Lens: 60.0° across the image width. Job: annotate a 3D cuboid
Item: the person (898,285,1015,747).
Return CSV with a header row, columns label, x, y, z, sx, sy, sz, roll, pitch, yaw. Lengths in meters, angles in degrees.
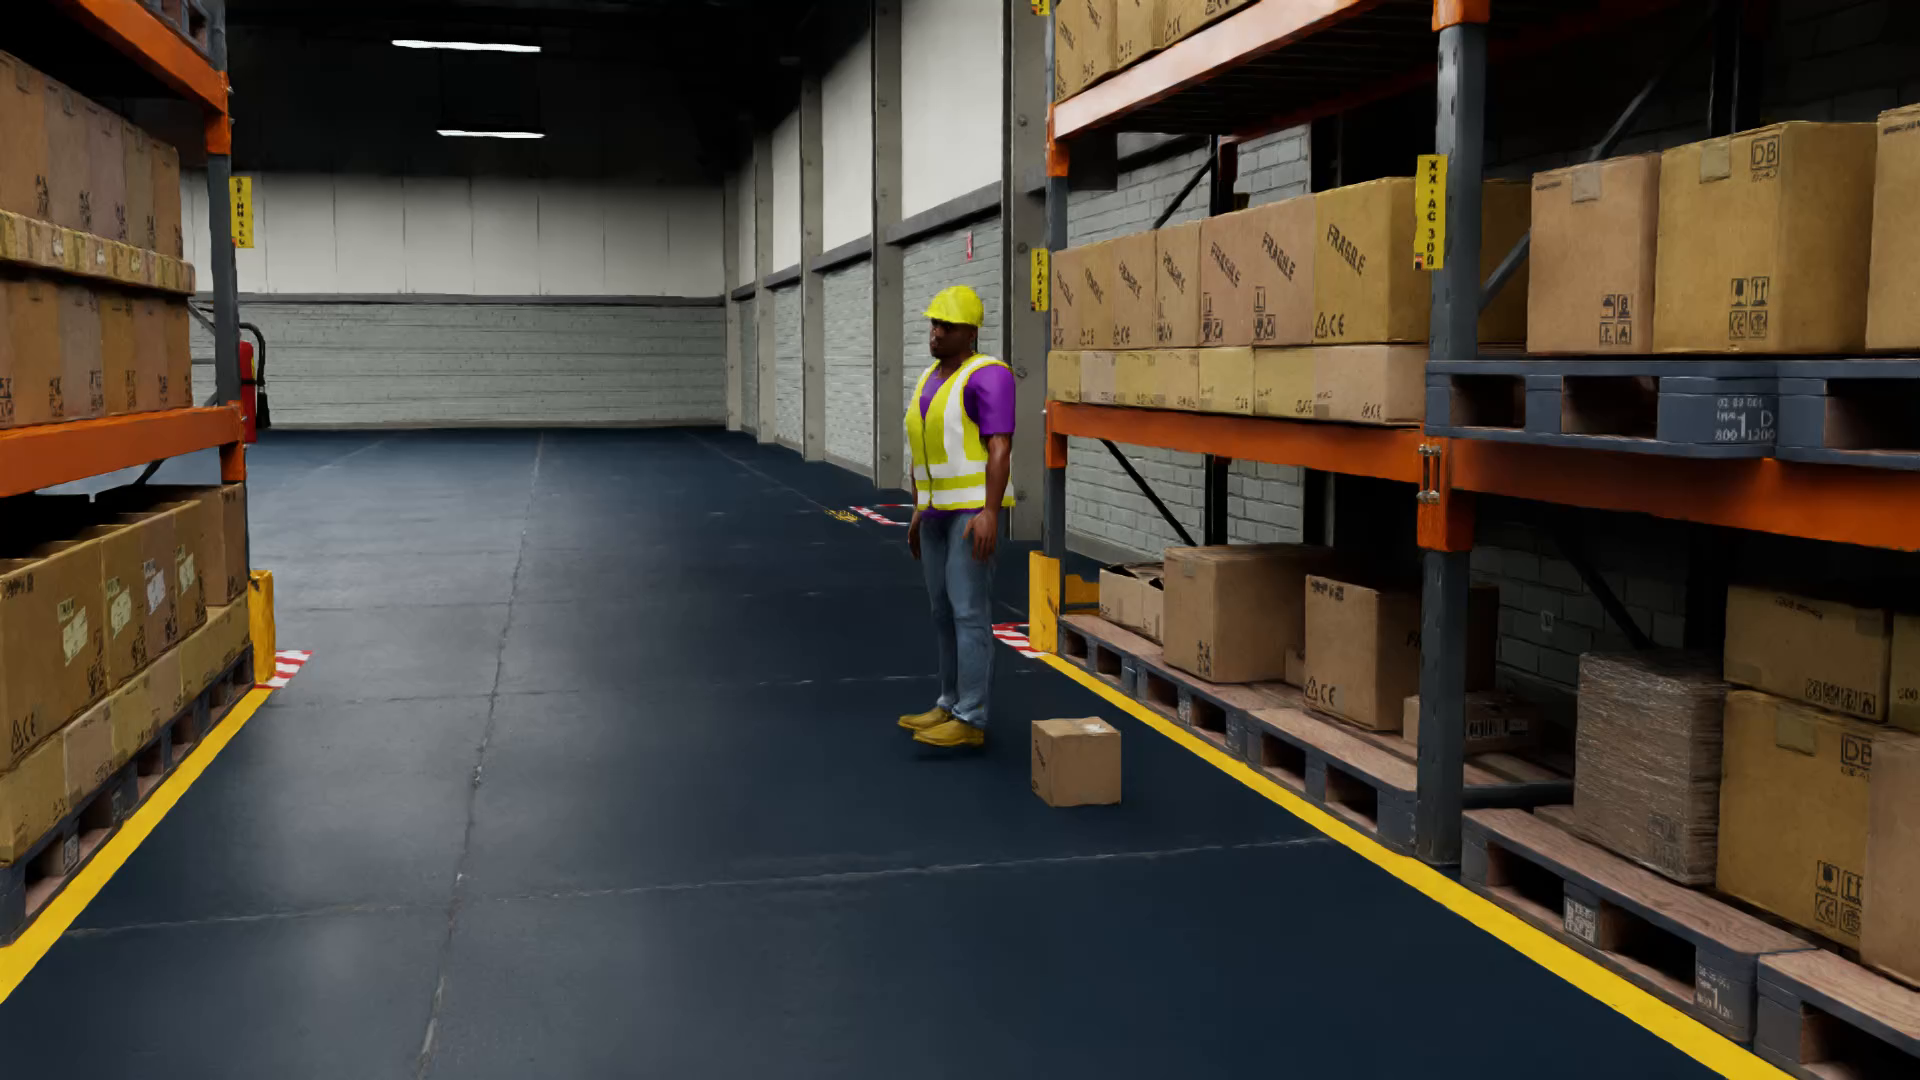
label,x,y,z,sx,sy,sz,roll,pitch,yaw
person,-0.054,-0.093,6.430,0.470,1.771,0.639,-4,7,-34
